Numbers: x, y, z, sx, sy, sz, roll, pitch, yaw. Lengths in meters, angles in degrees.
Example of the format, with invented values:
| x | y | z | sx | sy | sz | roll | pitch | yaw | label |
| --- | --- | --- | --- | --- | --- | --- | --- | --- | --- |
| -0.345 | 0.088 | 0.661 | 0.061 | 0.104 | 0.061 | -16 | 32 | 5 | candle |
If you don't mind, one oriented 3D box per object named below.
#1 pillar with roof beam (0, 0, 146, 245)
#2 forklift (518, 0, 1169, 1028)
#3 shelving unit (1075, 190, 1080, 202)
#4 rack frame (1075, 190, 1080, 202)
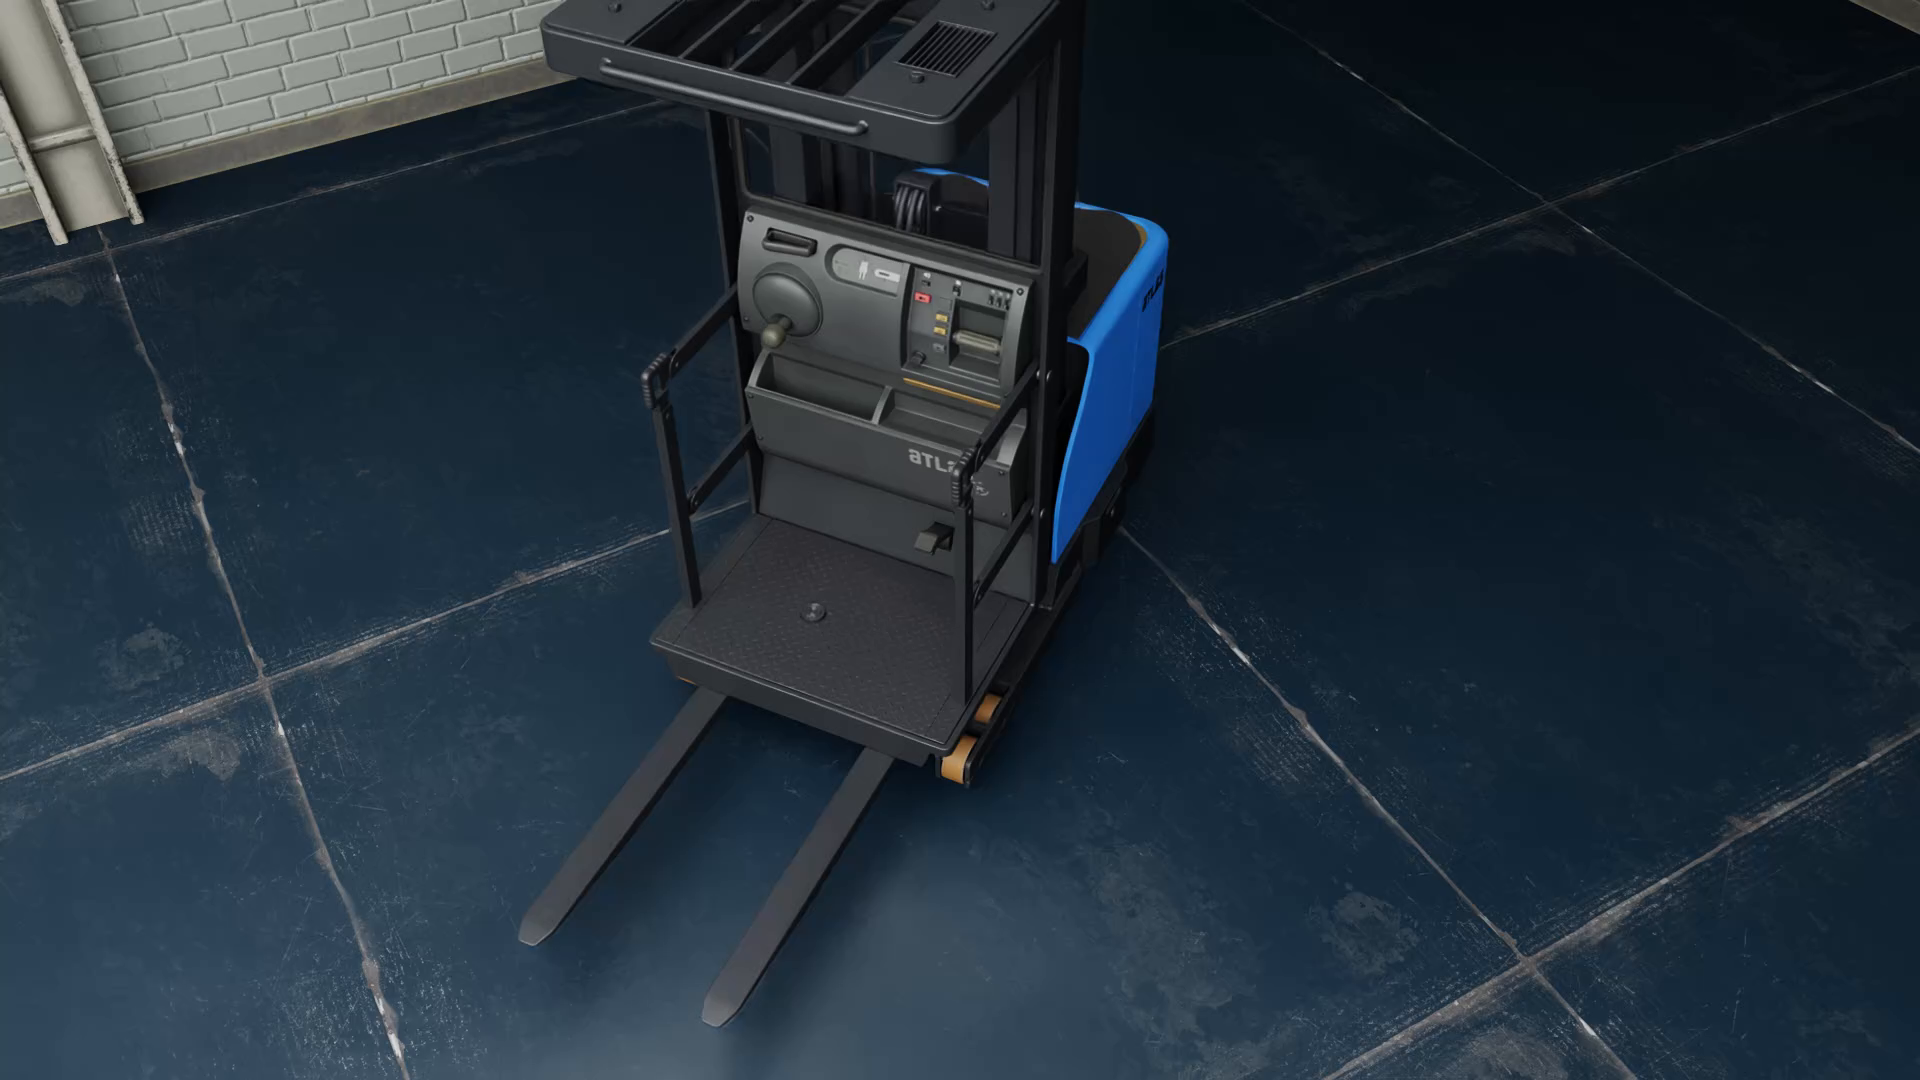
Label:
| x | y | z | sx | sy | sz | roll | pitch | yaw | label |
| --- | --- | --- | --- | --- | --- | --- | --- | --- | --- |
| -1.917 | -2.144 | 1.998 | 0.400 | 9.000 | 9.100 | -22 | 48 | -21 | pillar with roof beam |
| -0.326 | -0.609 | 4.773 | 1.130 | 2.935 | 3.031 | 18 | 47 | 18 | forklift |
| 0.293 | -0.957 | 6.581 | 0.258 | 0.900 | 0.210 | 17 | 43 | 16 | shelving unit |
| 0.333 | -1.017 | 6.653 | 0.240 | 0.900 | 0.006 | 17 | 43 | 16 | rack frame |
